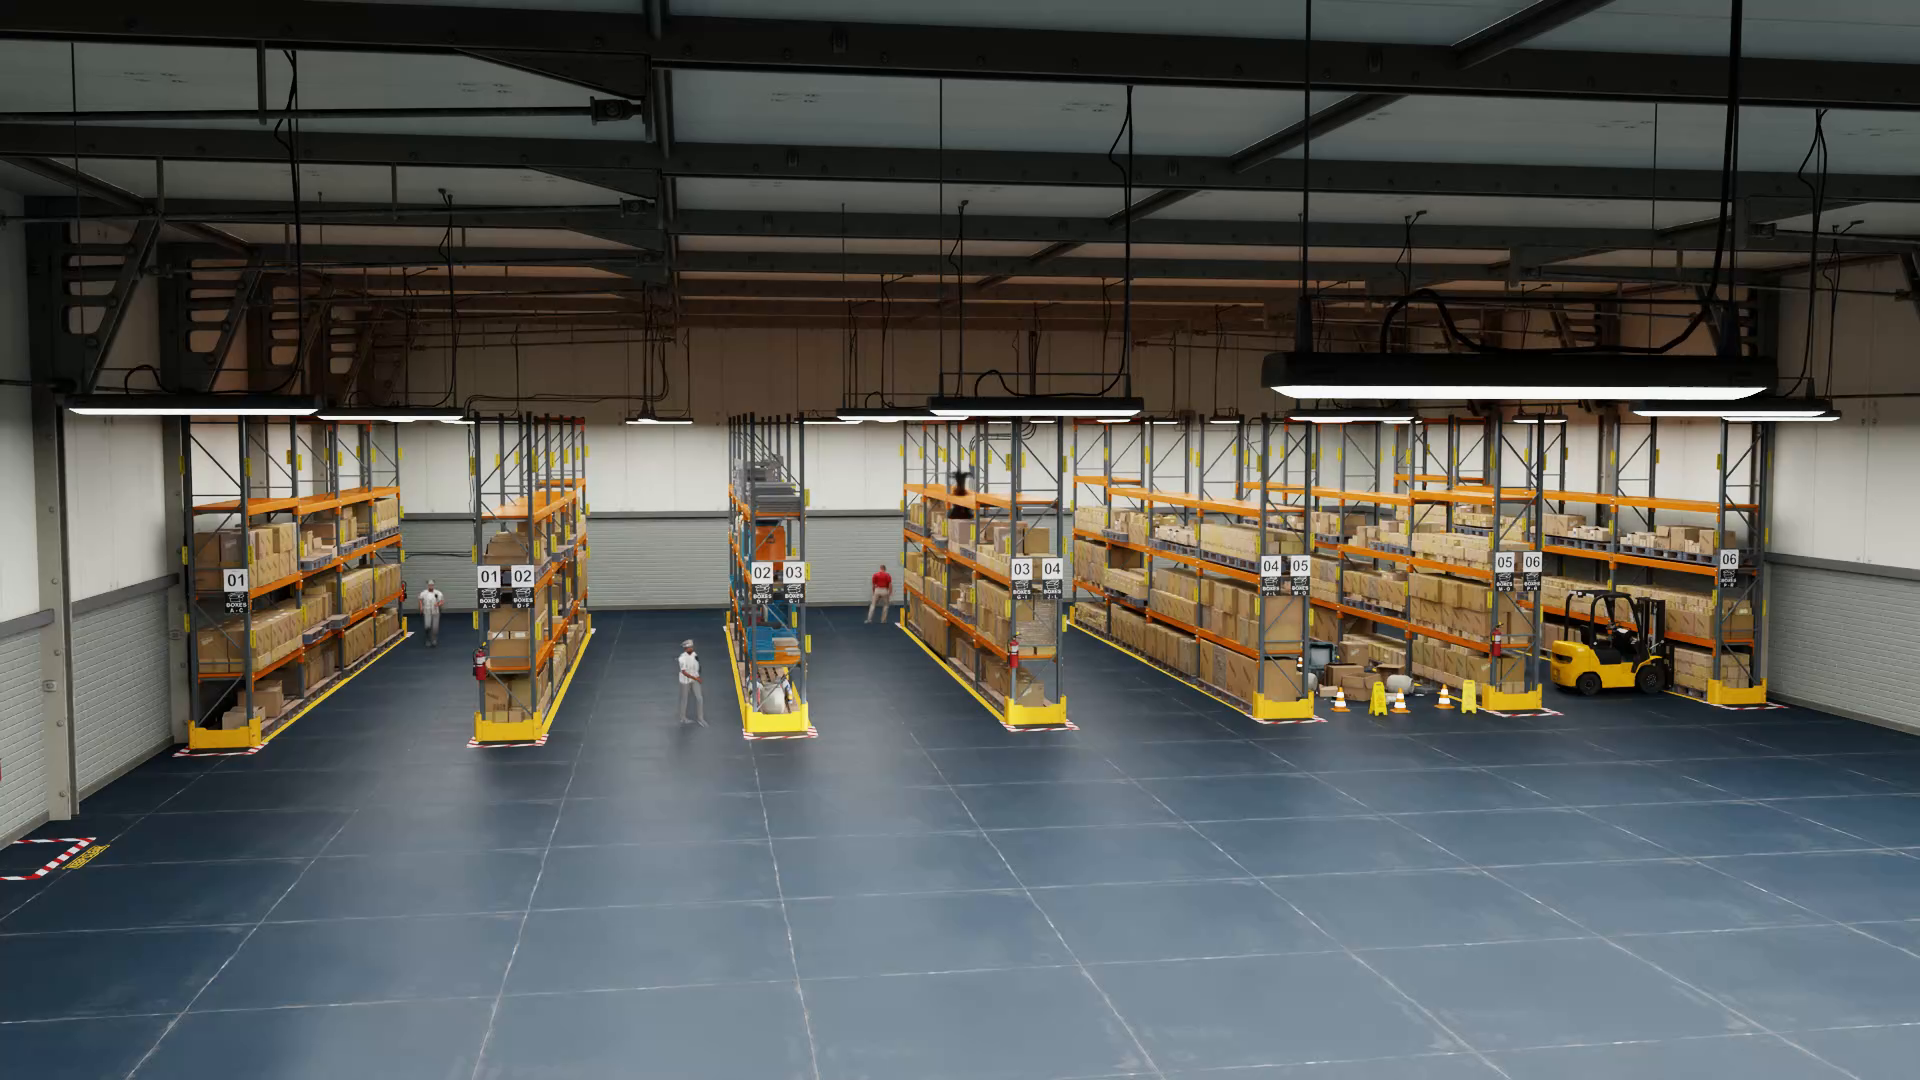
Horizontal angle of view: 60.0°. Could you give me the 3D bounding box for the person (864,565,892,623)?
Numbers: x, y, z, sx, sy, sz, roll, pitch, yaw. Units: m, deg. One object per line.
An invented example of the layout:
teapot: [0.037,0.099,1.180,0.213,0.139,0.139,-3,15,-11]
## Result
person: [-2.392,1.578,48.593,0.842,1.707,0.530,1,4,12]

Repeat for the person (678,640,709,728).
person: [-5.137,2.731,31.778,0.559,1.696,0.789,-4,5,-44]

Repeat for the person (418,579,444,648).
person: [-13.731,1.907,43.197,0.656,1.785,0.695,-1,4,-16]
